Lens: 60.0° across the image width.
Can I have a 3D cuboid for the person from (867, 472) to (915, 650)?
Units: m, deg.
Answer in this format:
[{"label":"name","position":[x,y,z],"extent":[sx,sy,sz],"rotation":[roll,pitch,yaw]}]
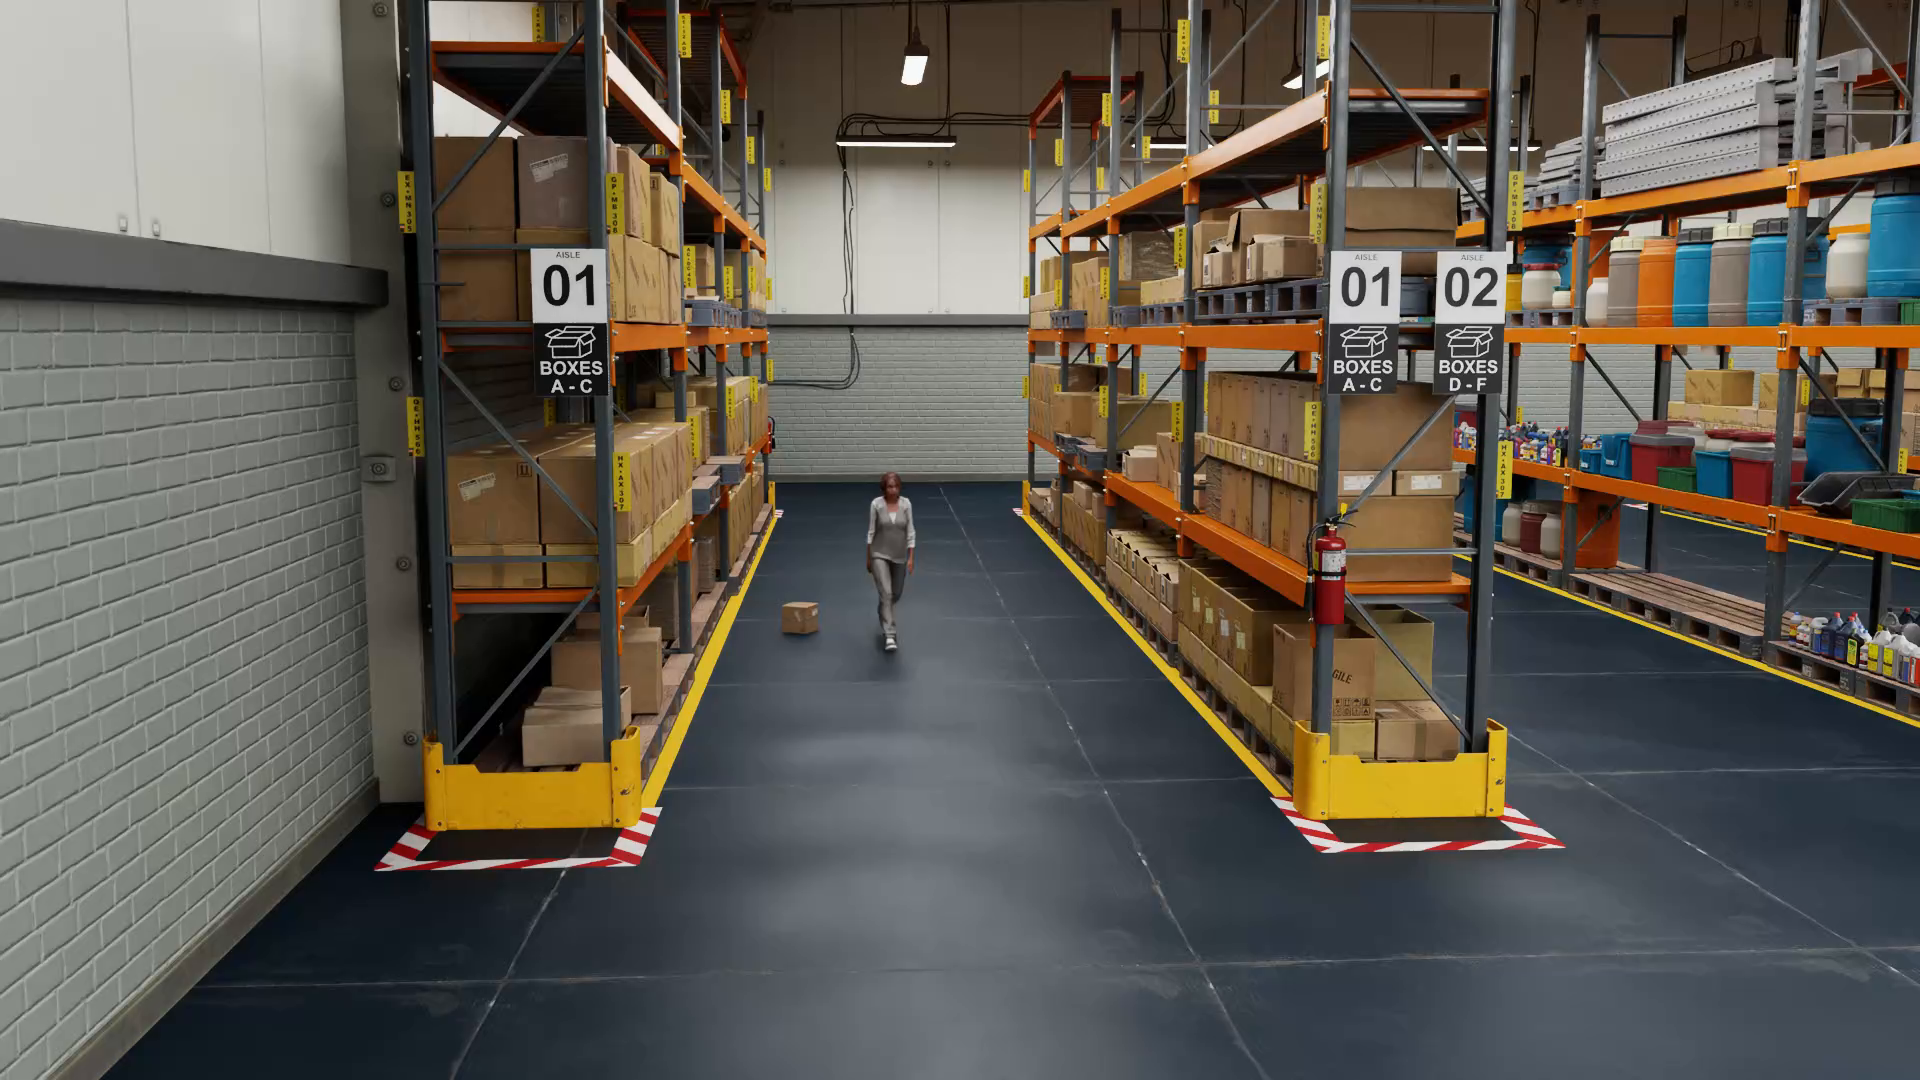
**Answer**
[{"label":"person","position":[-0.614,0.149,14.681],"extent":[0.417,1.534,0.980],"rotation":[-2,7,-17]}]
